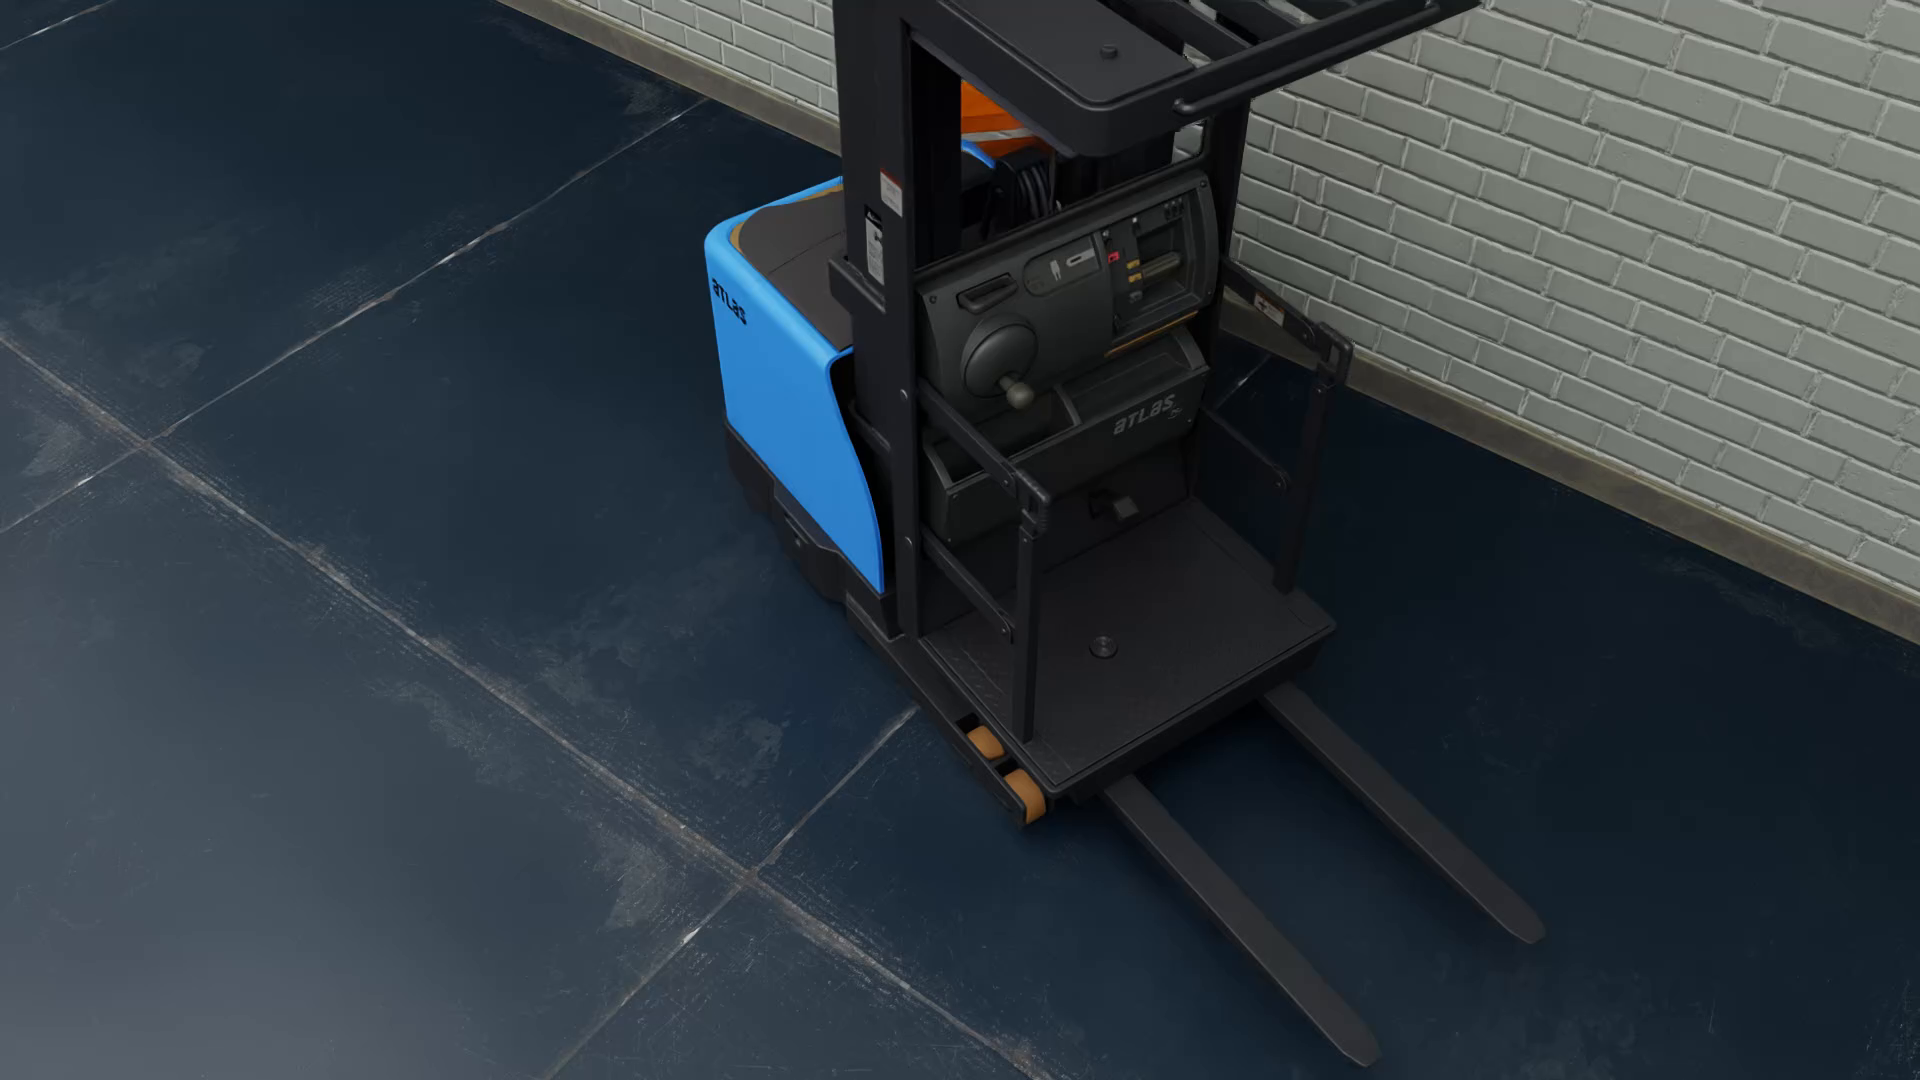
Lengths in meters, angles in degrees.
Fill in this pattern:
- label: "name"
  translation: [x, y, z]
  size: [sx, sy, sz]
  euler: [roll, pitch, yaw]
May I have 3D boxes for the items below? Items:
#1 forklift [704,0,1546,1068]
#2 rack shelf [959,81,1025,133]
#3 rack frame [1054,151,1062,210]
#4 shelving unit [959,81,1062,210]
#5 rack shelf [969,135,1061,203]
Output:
- label: "forklift"
  translation: [0.431, -0.569, 4.267]
  size: [1.130, 2.935, 3.031]
  euler: [-27, 52, -23]
- label: "rack shelf"
  translation: [0.101, -1.487, 5.788]
  size: [0.480, 0.148, 0.258]
  euler: [-7, 43, -6]
- label: "rack frame"
  translation: [0.345, -1.228, 6.084]
  size: [0.015, 1.200, 0.240]
  euler: [-7, 43, -6]
- label: "shelving unit"
  translation: [0.104, -1.200, 6.056]
  size: [0.503, 1.200, 0.258]
  euler: [-7, 43, -6]
- label: "rack shelf"
  translation: [0.103, -1.314, 5.949]
  size: [0.480, 0.148, 0.258]
  euler: [-7, 43, -6]
